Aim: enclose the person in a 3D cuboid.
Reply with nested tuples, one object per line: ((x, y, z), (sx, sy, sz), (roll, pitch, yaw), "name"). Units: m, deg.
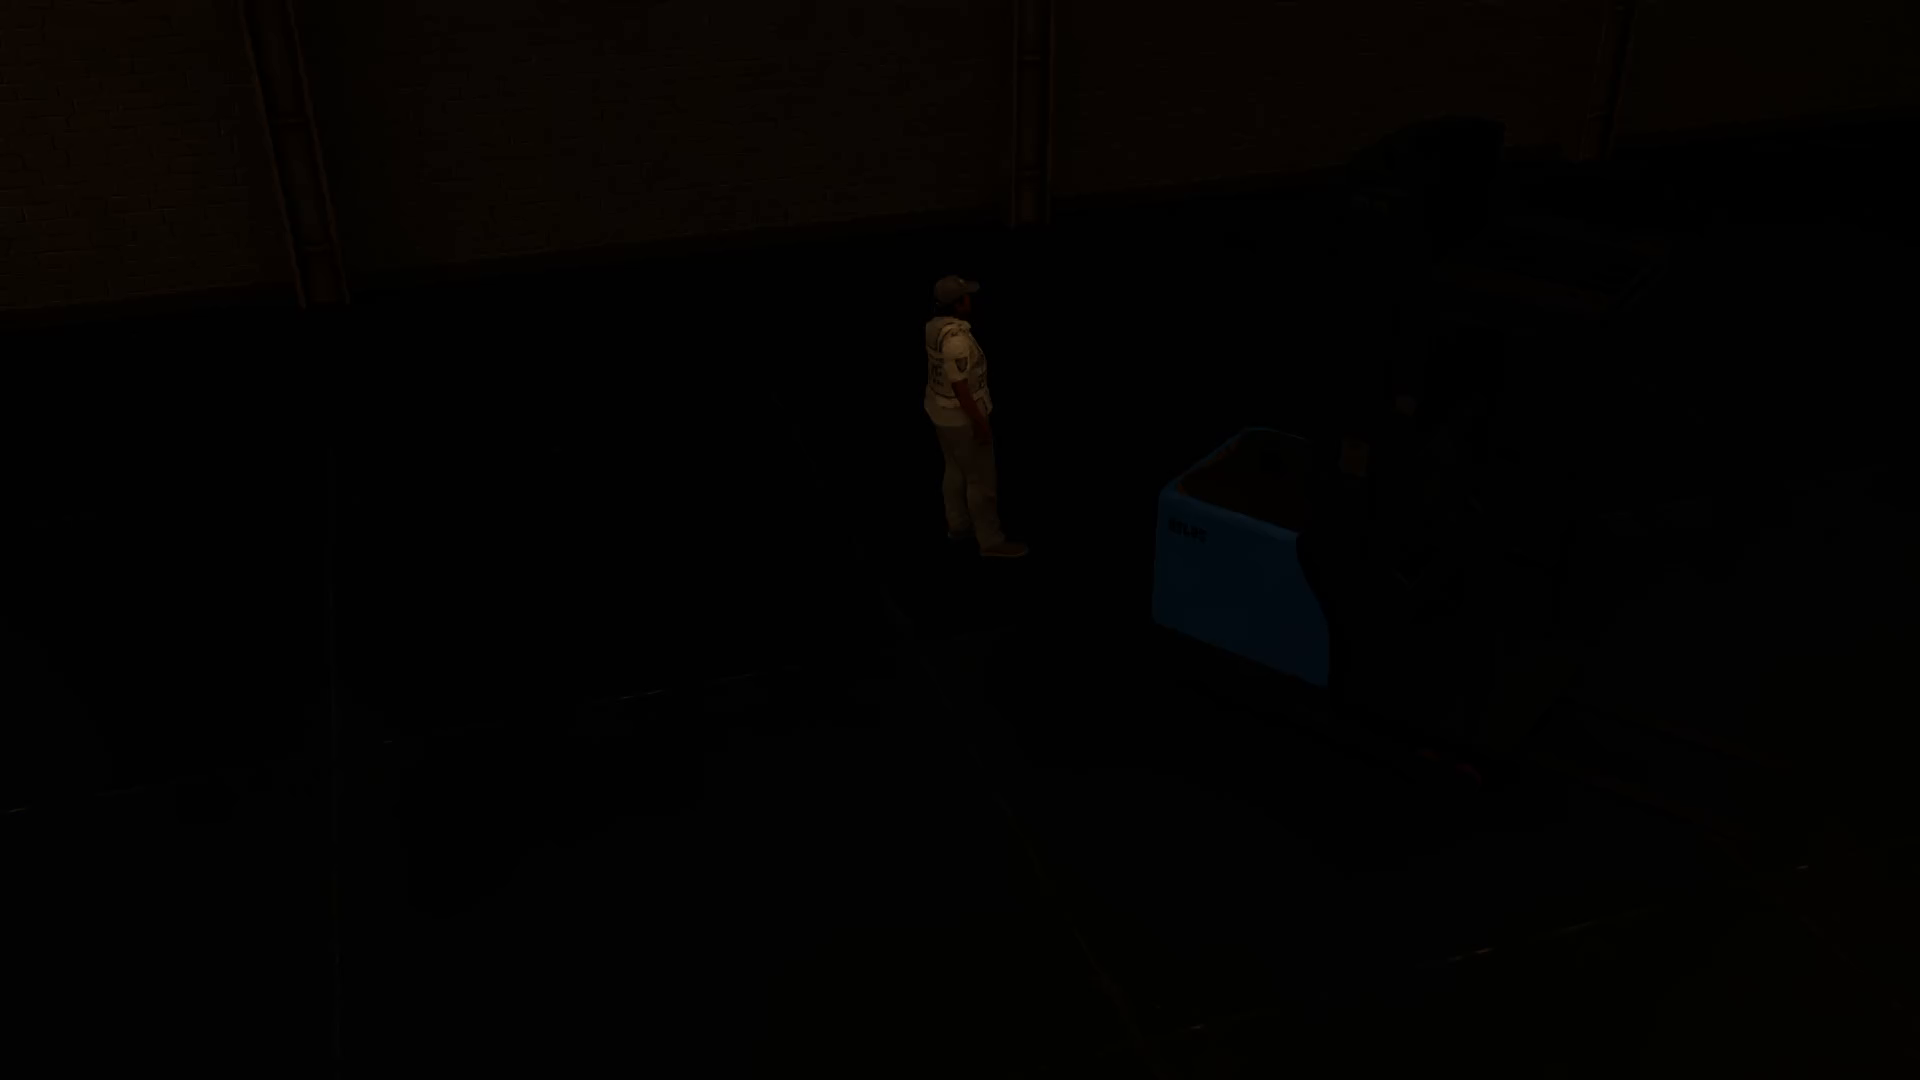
((0.080, -0.718, 9.616), (0.529, 1.642, 0.598), (-10, 31, -16), "person")

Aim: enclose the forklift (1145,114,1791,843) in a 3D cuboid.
((2.464, -0.342, 7.682), (3.031, 2.935, 1.130), (21, 36, 31), "forklift")
